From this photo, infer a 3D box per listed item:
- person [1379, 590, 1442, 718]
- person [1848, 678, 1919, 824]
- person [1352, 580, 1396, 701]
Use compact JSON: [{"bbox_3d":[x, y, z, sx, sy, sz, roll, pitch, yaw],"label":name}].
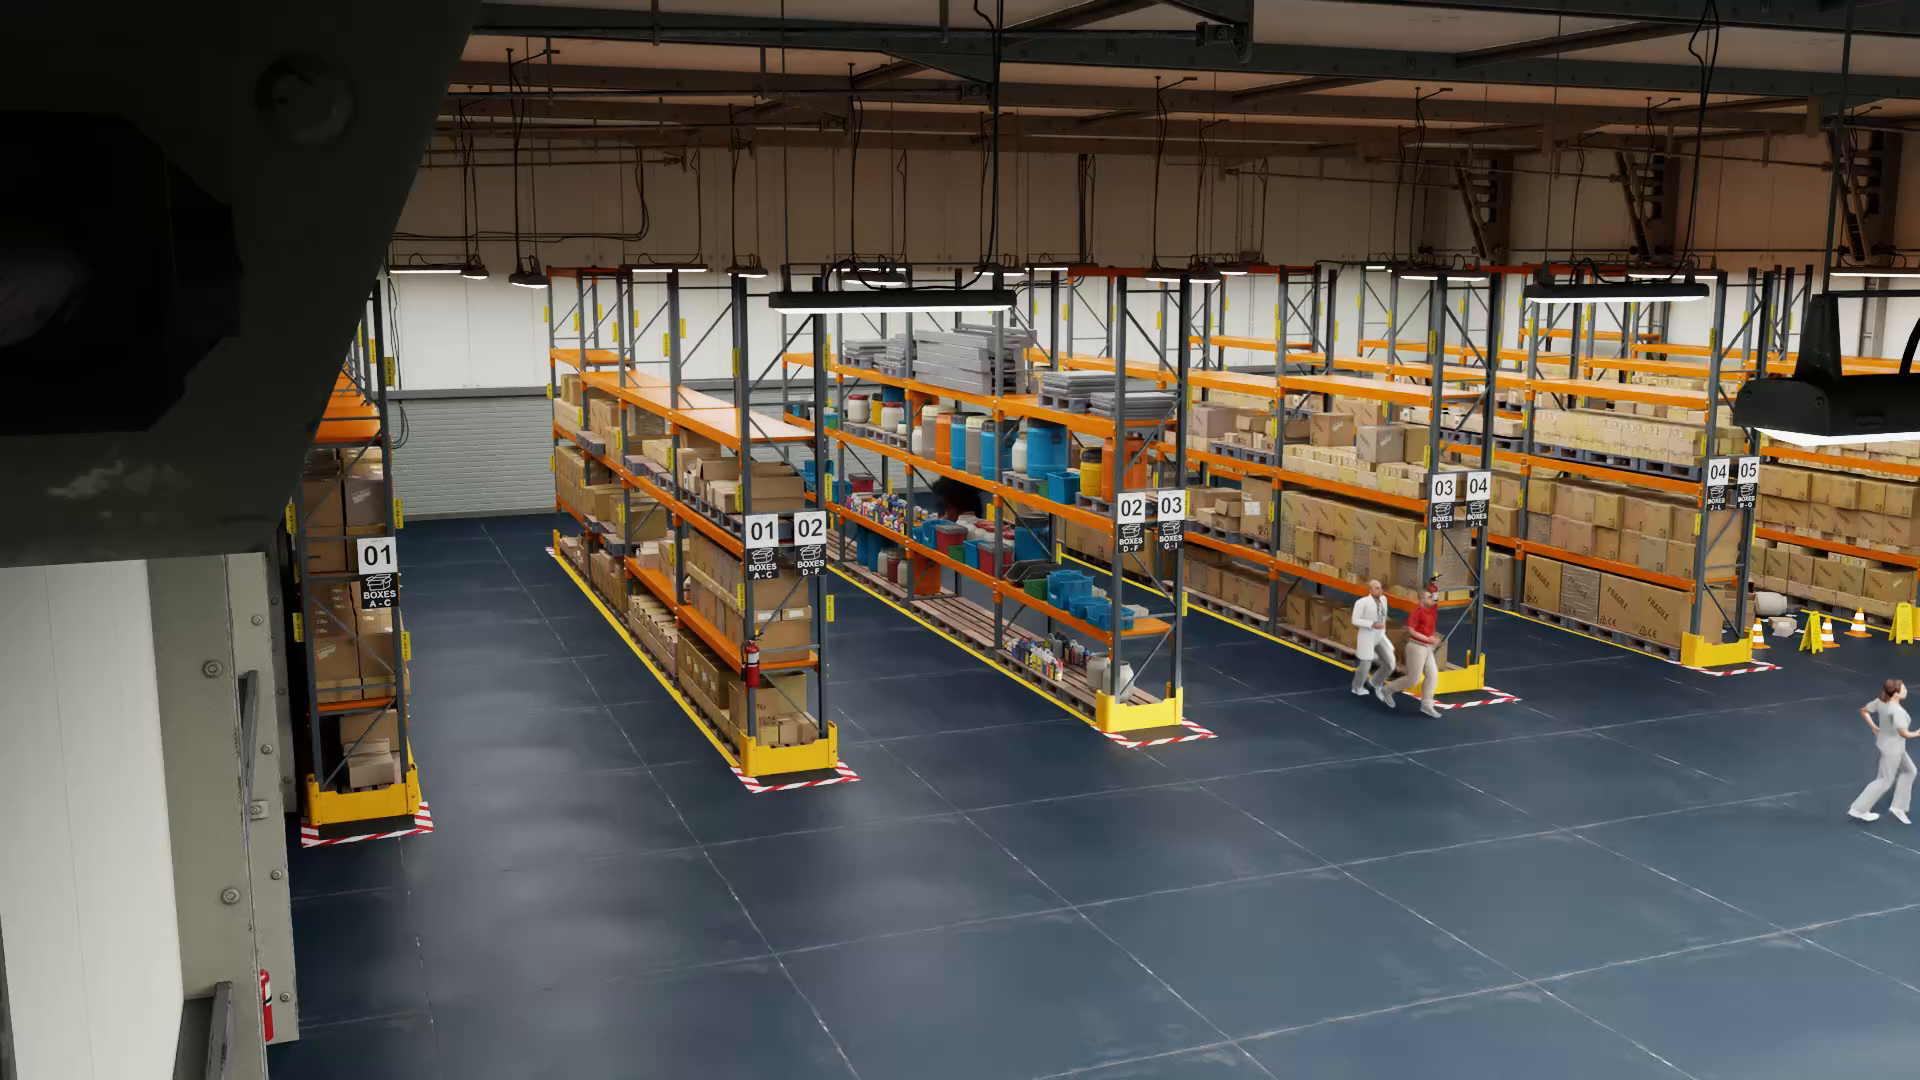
[{"bbox_3d":[6.297,1.543,22.953,0.866,1.741,0.681,7,12,34],"label":"person"},{"bbox_3d":[10.311,2.353,18.479,0.738,1.694,0.570,2,10,9],"label":"person"},{"bbox_3d":[5.818,1.415,23.458,0.718,1.748,0.801,-4,11,-22],"label":"person"}]
